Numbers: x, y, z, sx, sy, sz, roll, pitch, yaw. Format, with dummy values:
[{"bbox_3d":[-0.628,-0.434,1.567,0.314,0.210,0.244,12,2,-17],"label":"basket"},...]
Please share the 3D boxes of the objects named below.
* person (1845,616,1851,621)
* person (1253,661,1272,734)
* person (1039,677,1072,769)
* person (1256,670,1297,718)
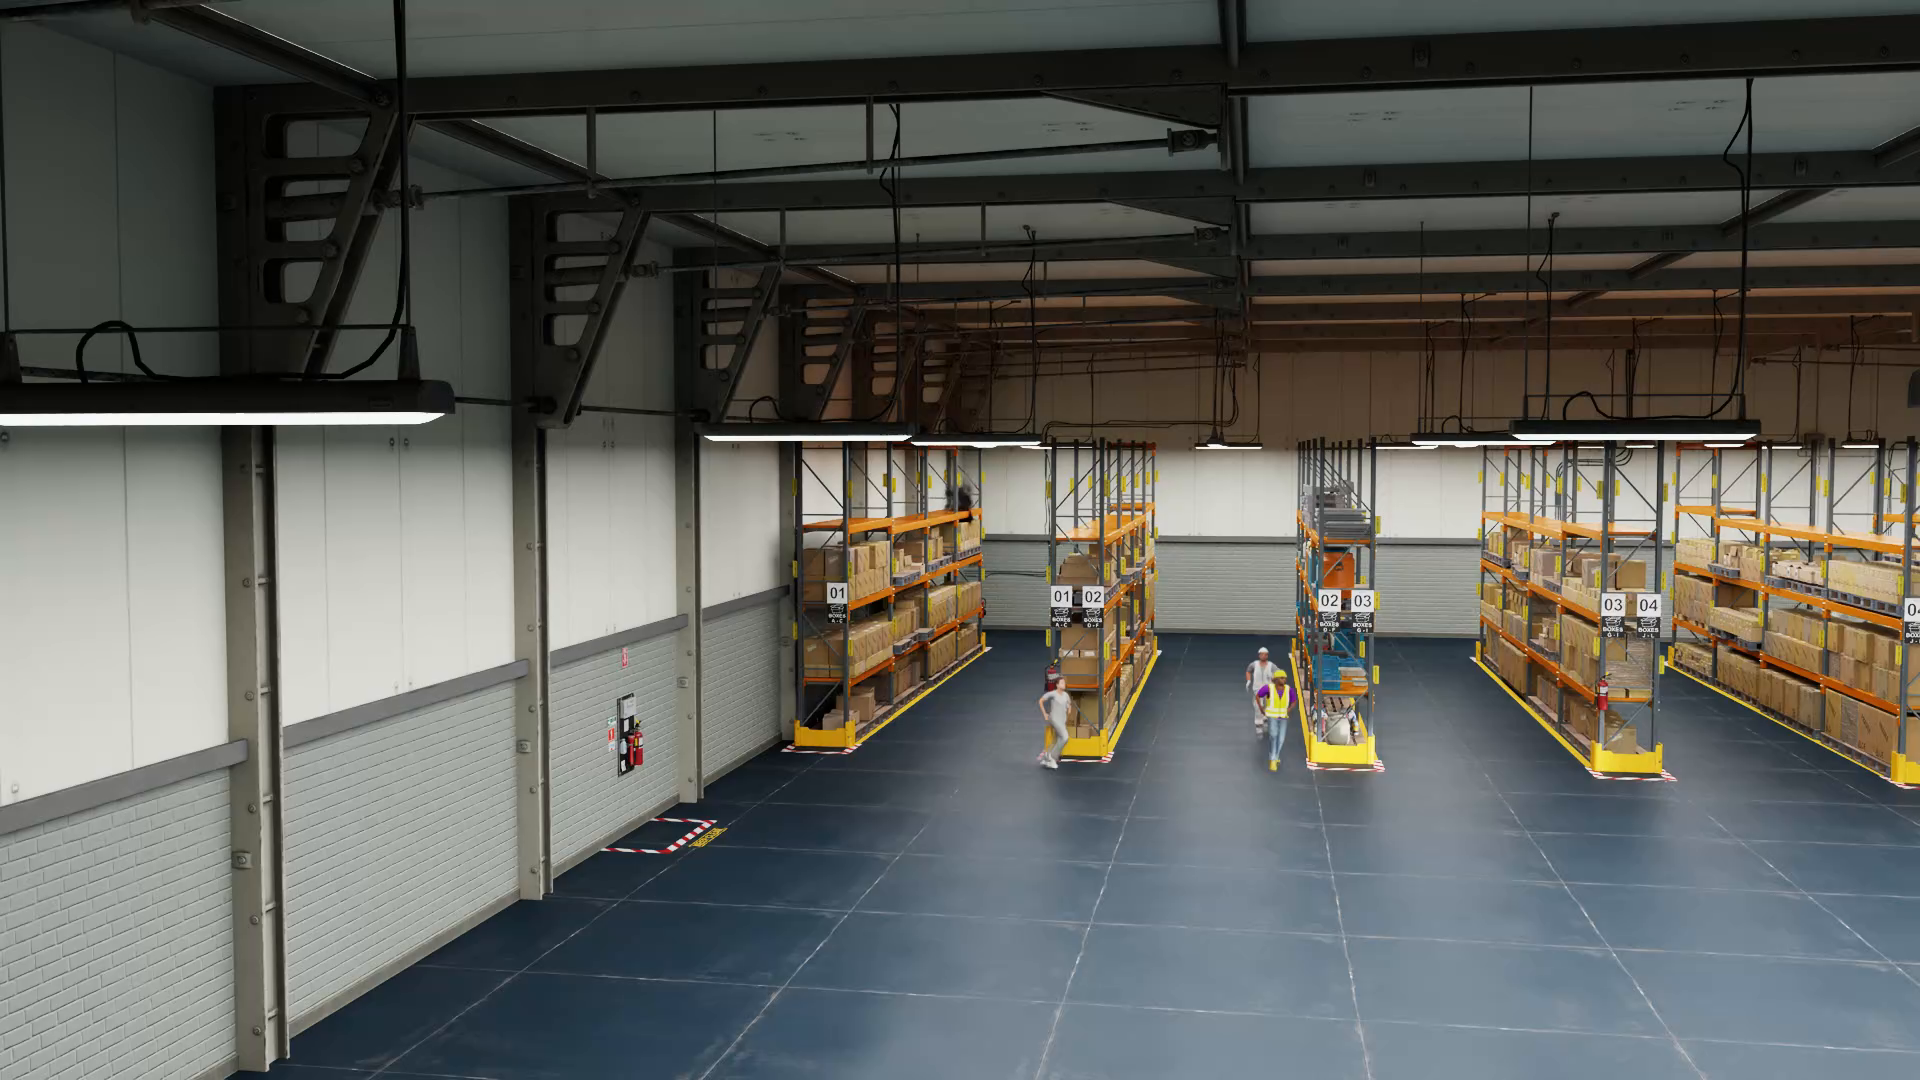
[{"bbox_3d":[24.211,2.248,45.159,0.319,0.592,0.421,1,3,23],"label":"person"},{"bbox_3d":[6.058,3.130,33.257,0.414,1.434,0.820,0,3,7],"label":"person"},{"bbox_3d":[1.773,3.300,30.151,0.593,1.629,0.564,3,4,40],"label":"person"},{"bbox_3d":[5.776,2.794,30.149,0.704,0.880,0.584,0,3,-7],"label":"person"}]
